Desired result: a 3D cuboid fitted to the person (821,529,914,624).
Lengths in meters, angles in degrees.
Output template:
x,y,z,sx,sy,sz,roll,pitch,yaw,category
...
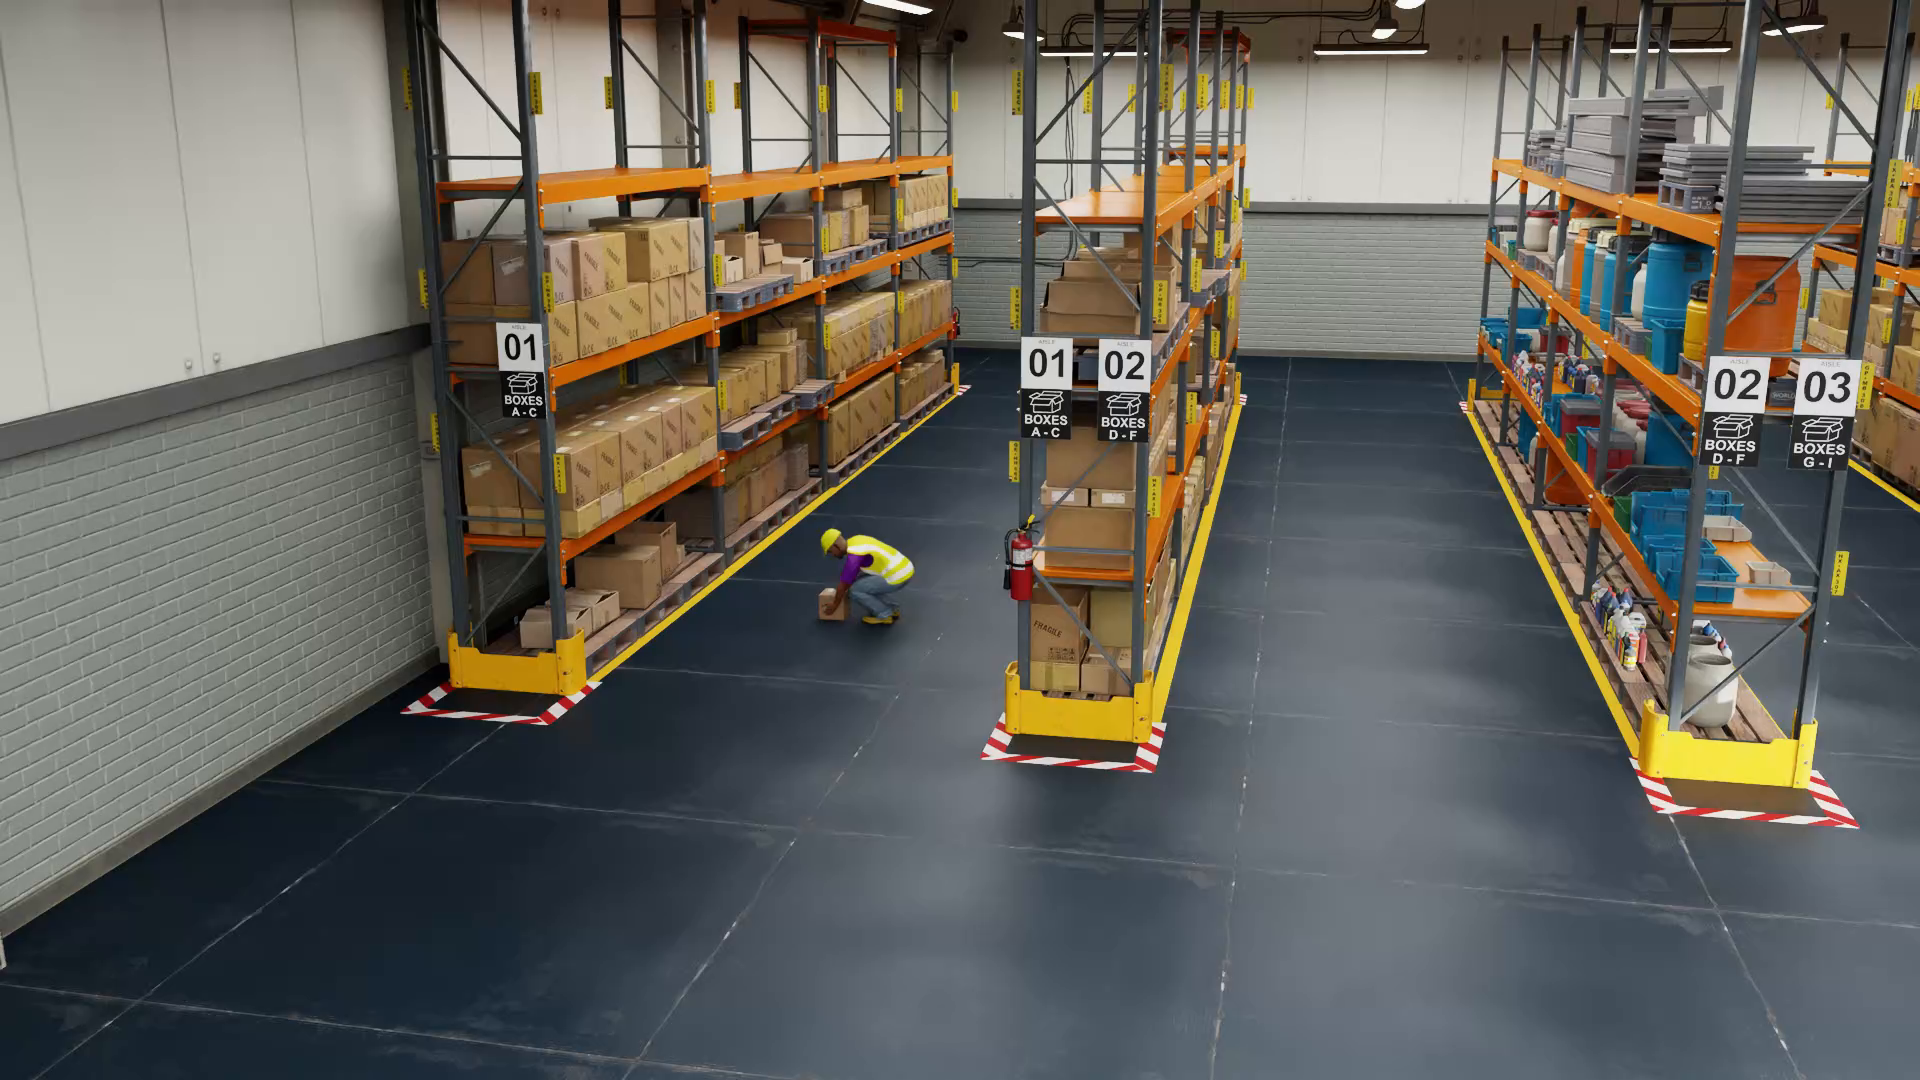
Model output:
x,y,z,sx,sy,sz,roll,pitch,yaw,category
-0.915,0.347,16.336,0.897,0.914,0.569,3,15,11,person
